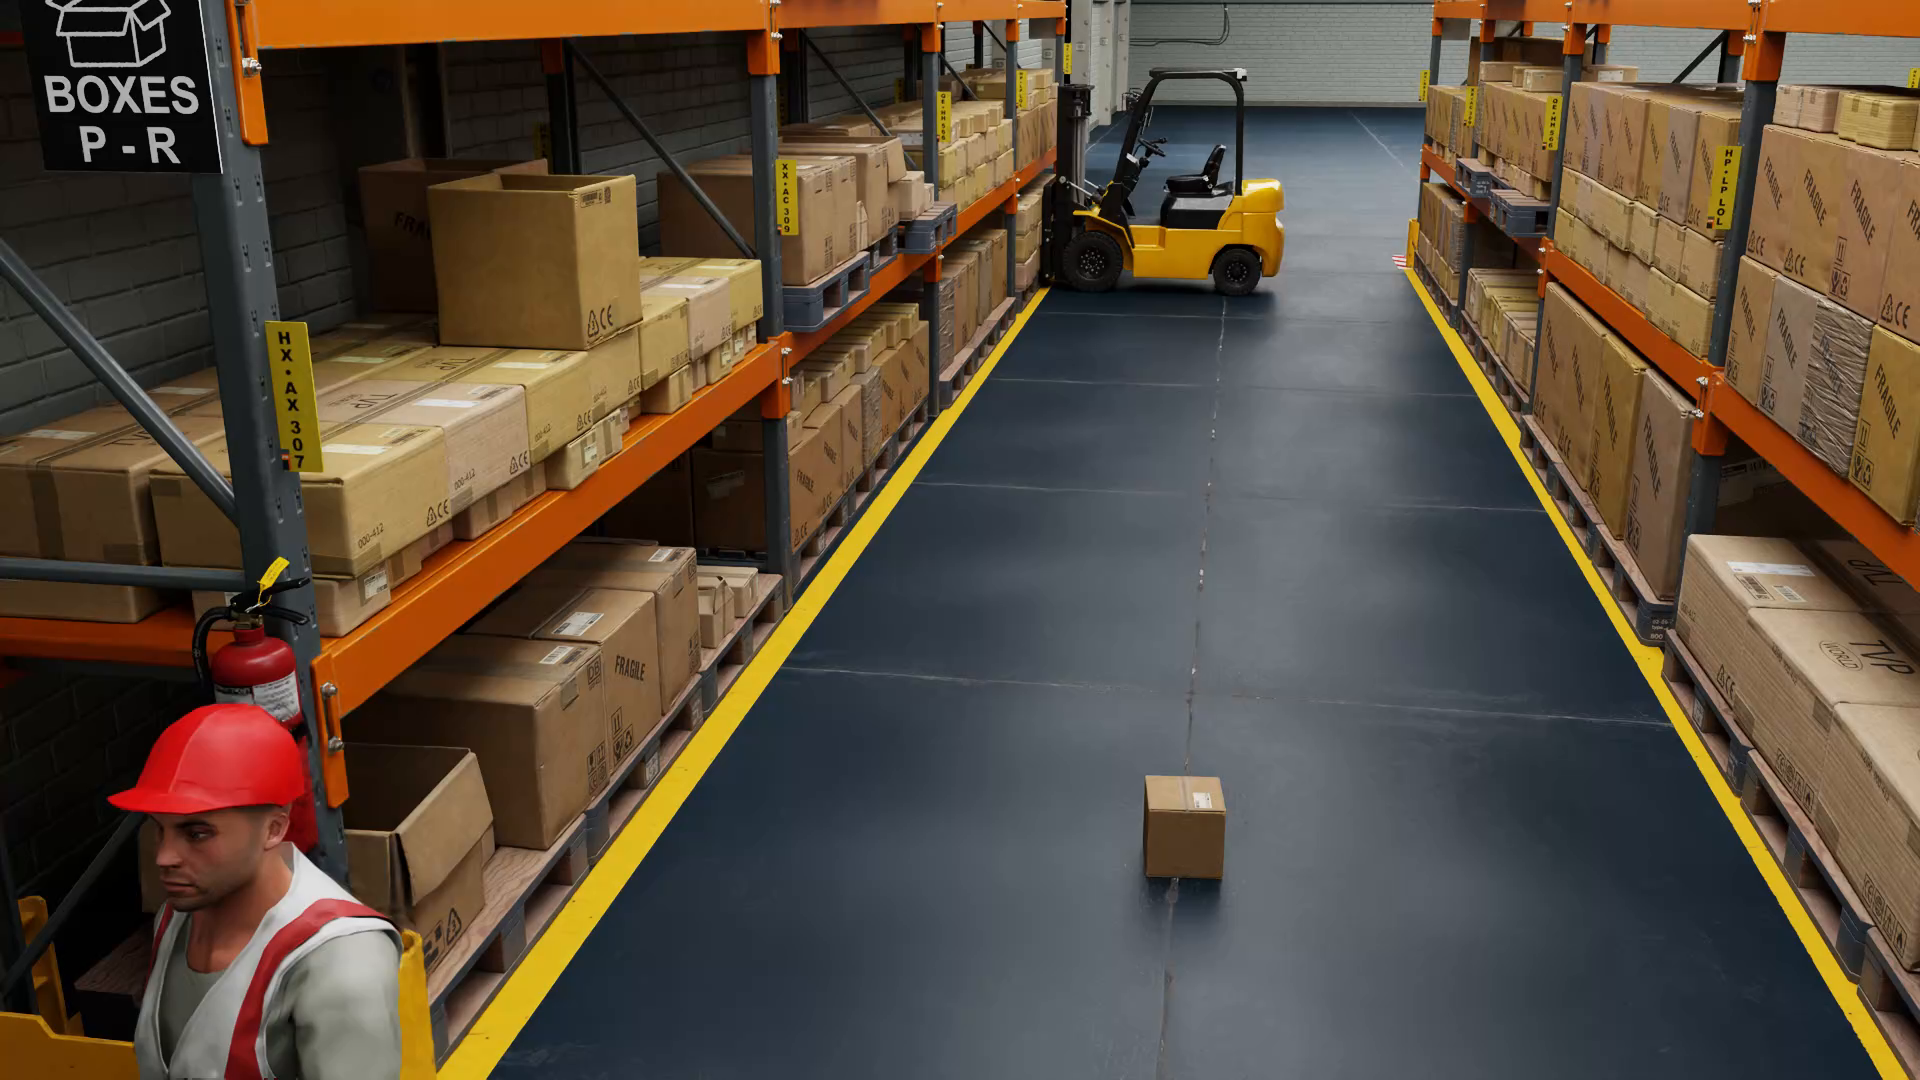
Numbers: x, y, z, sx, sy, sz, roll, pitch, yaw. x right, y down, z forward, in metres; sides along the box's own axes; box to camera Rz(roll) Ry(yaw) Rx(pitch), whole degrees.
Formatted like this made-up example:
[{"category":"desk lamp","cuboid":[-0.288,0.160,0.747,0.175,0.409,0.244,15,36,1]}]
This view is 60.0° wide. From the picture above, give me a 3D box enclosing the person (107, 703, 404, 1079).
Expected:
[{"category":"person","cuboid":[-1.098,1.095,2.529,0.570,1.739,0.963,10,20,29]}]
